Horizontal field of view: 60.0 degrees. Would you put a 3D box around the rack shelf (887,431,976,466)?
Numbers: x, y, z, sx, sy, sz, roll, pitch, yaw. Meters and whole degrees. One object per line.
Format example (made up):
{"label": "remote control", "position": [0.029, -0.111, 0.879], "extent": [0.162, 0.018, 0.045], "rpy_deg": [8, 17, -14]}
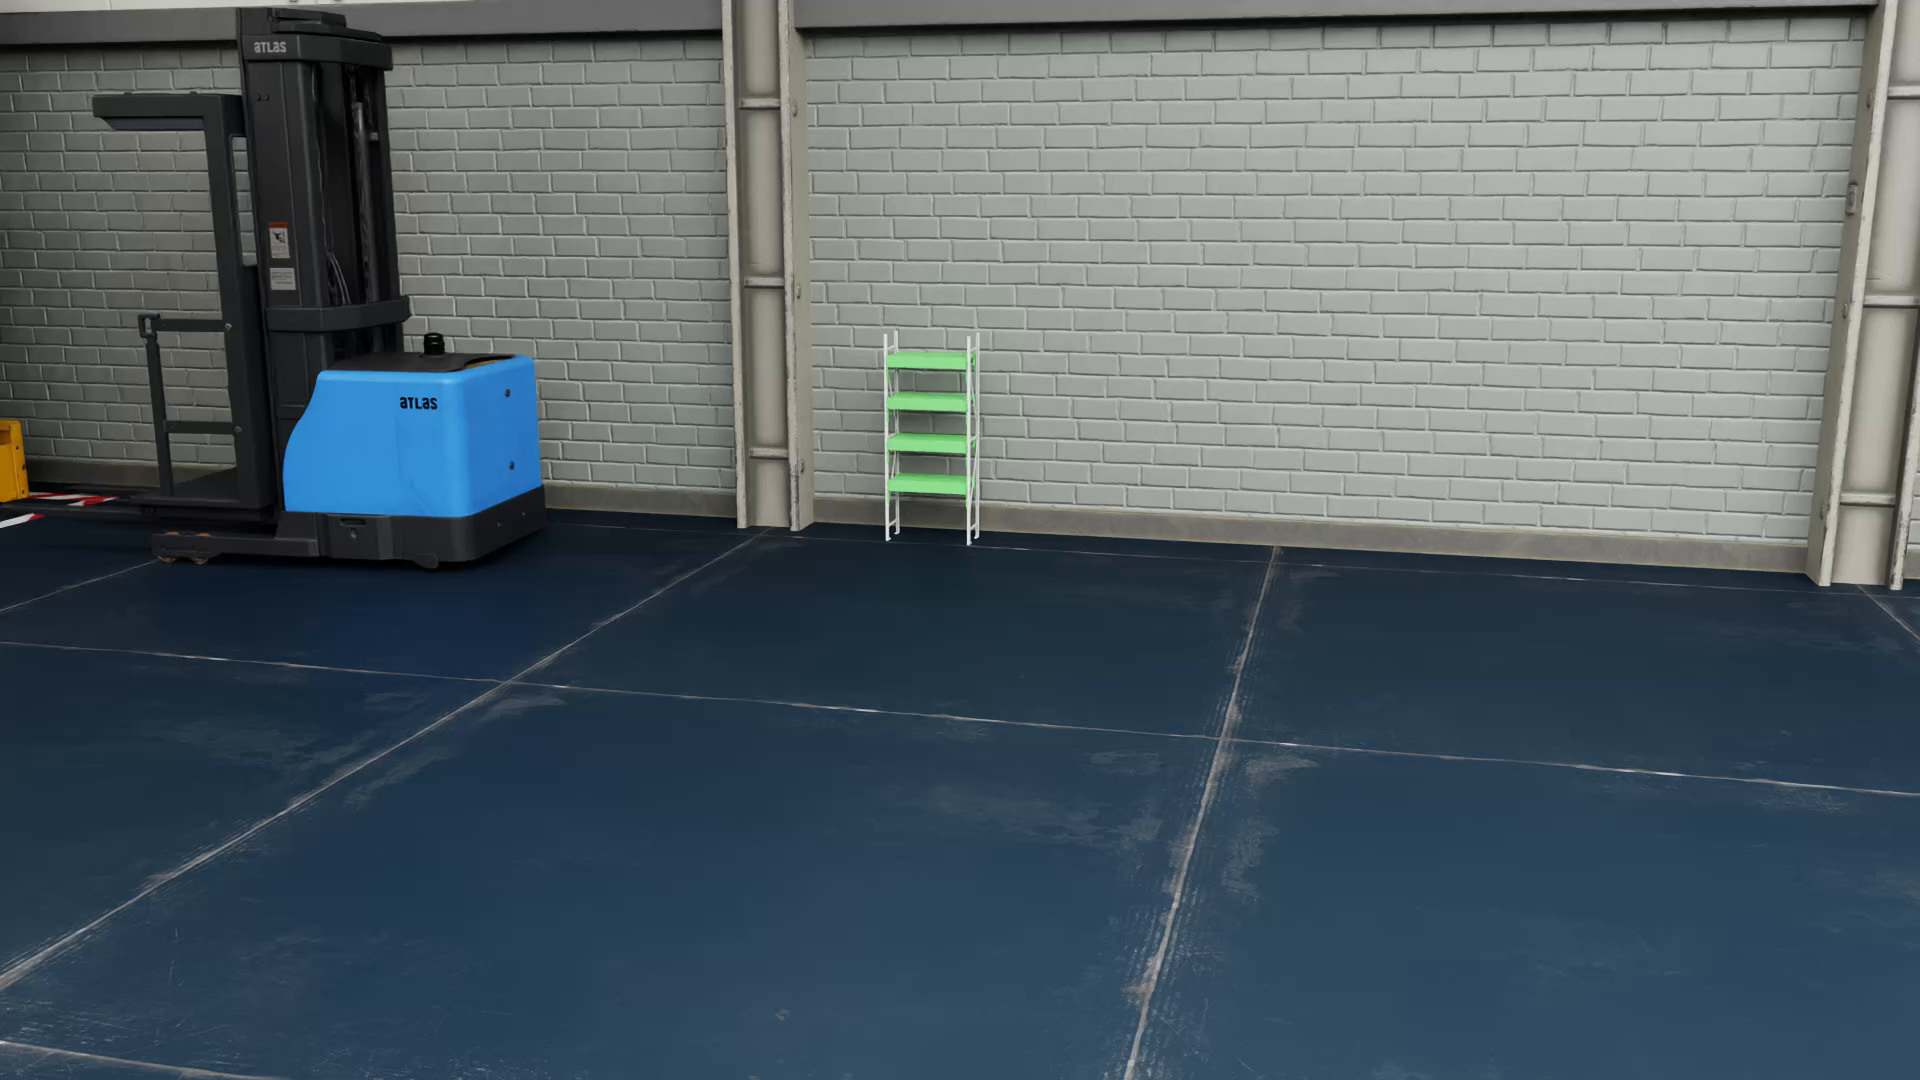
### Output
{"label": "rack shelf", "position": [-0.161, -0.532, 9.656], "extent": [0.480, 0.148, 0.258], "rpy_deg": [3, 13, 14]}

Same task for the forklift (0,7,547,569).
{"label": "forklift", "position": [-4.001, -1.412, 9.333], "extent": [3.031, 2.935, 1.130], "rpy_deg": [2, 13, 11]}

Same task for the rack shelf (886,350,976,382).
{"label": "rack shelf", "position": [-0.161, -1.001, 9.552], "extent": [0.480, 0.148, 0.258], "rpy_deg": [3, 13, 14]}

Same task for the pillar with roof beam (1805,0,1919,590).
{"label": "pillar with roof beam", "position": [3.670, -3.273, 3.710], "extent": [0.400, 9.000, 9.100], "rpy_deg": [3, 13, 14]}

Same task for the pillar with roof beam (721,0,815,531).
{"label": "pillar with roof beam", "position": [-2.155, -3.584, 5.113], "extent": [0.400, 9.000, 9.100], "rpy_deg": [3, 13, 14]}

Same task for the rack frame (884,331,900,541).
{"label": "rack frame", "position": [-0.398, -0.607, 9.700], "extent": [0.015, 1.200, 0.240], "rpy_deg": [3, 13, 14]}

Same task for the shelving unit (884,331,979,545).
{"label": "shelving unit", "position": [-0.161, -0.594, 9.642], "extent": [0.503, 1.200, 0.258], "rpy_deg": [3, 13, 14]}

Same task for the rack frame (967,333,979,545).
{"label": "rack frame", "position": [0.076, -0.582, 9.585], "extent": [0.015, 1.200, 0.240], "rpy_deg": [3, 13, 14]}

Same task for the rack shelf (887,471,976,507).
{"label": "rack shelf", "position": [-0.161, -0.298, 9.708], "extent": [0.480, 0.148, 0.258], "rpy_deg": [3, 13, 14]}

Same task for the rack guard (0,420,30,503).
{"label": "rack guard", "position": [-6.465, -0.425, 10.495], "extent": [0.348, 0.500, 1.175], "rpy_deg": [3, 13, 14]}

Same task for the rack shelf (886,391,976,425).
{"label": "rack shelf", "position": [-0.161, -0.766, 9.604], "extent": [0.480, 0.148, 0.258], "rpy_deg": [3, 13, 14]}
